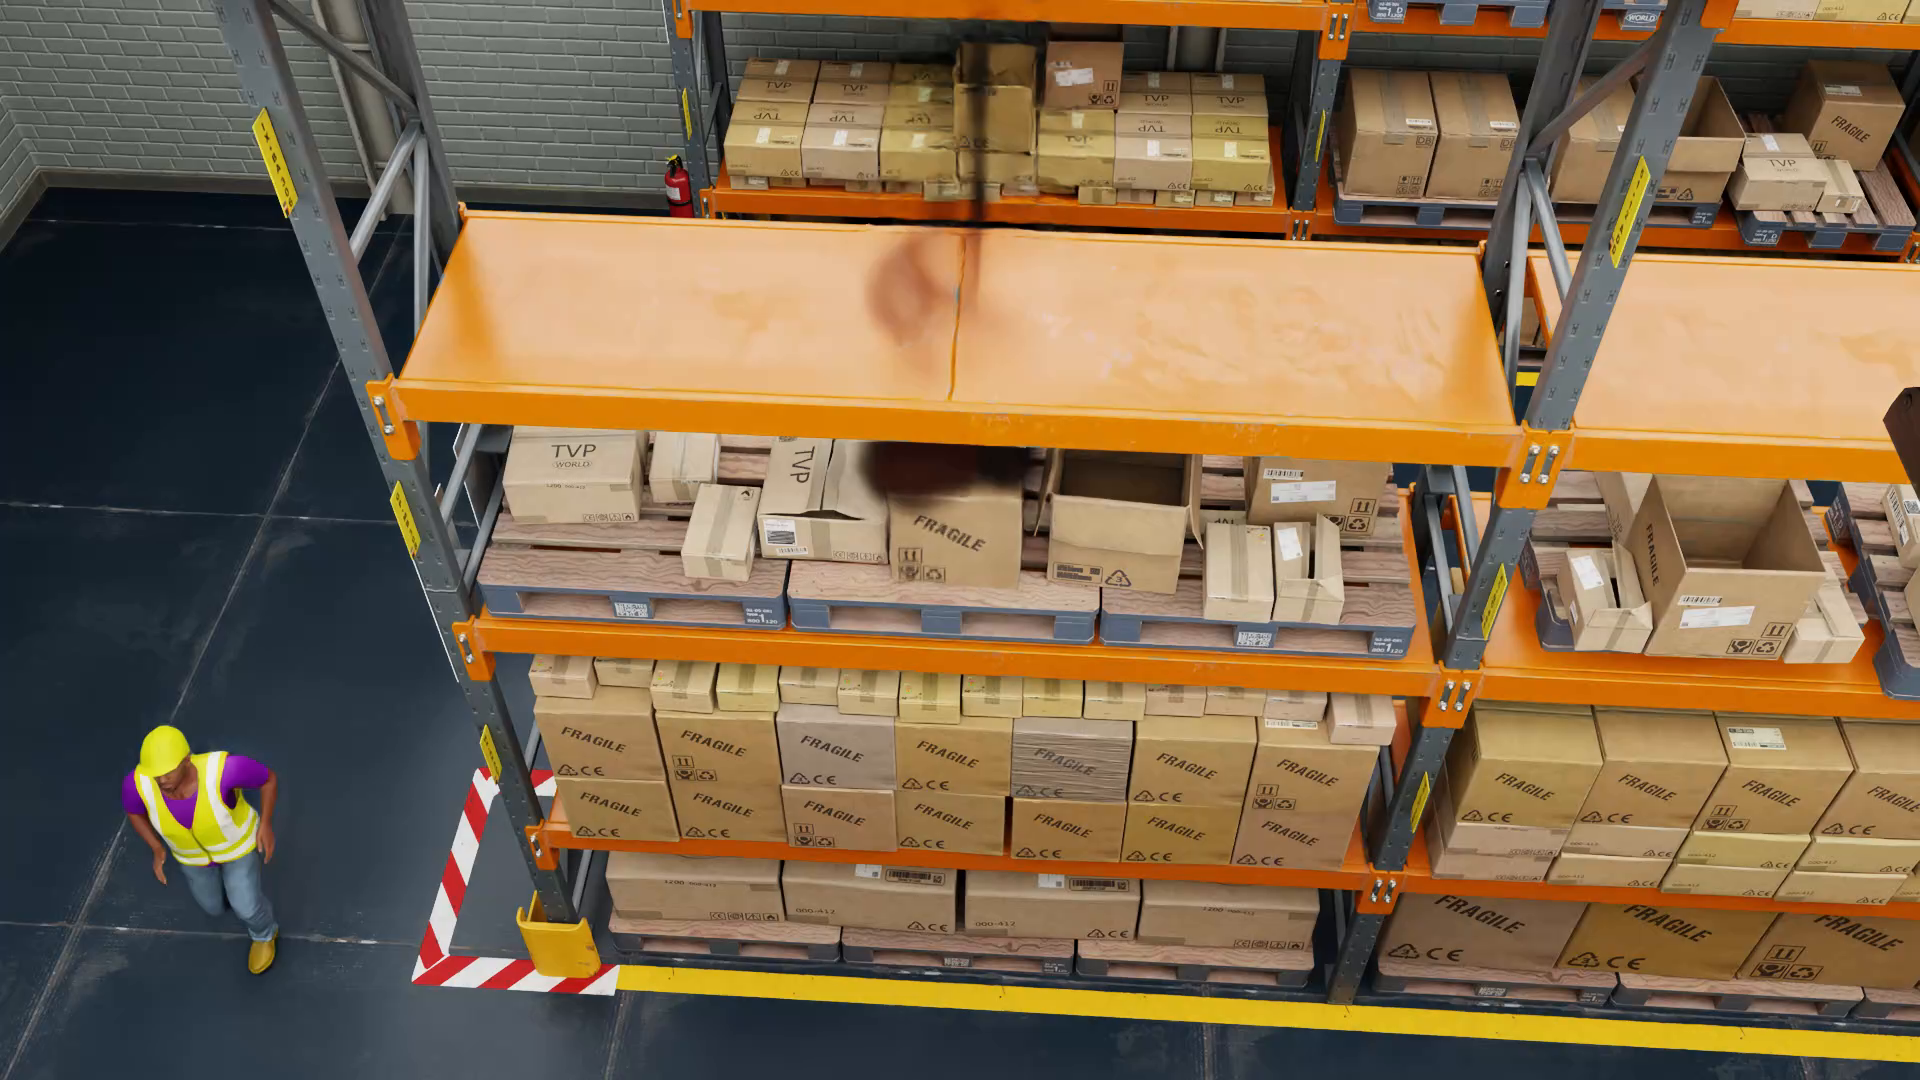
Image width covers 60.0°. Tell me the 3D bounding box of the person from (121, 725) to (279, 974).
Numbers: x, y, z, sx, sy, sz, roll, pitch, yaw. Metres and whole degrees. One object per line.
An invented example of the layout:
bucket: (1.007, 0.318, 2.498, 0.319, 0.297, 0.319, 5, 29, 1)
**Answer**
person: (-3.684, 1.456, 8.260, 0.699, 1.728, 0.687, -7, 48, -7)
